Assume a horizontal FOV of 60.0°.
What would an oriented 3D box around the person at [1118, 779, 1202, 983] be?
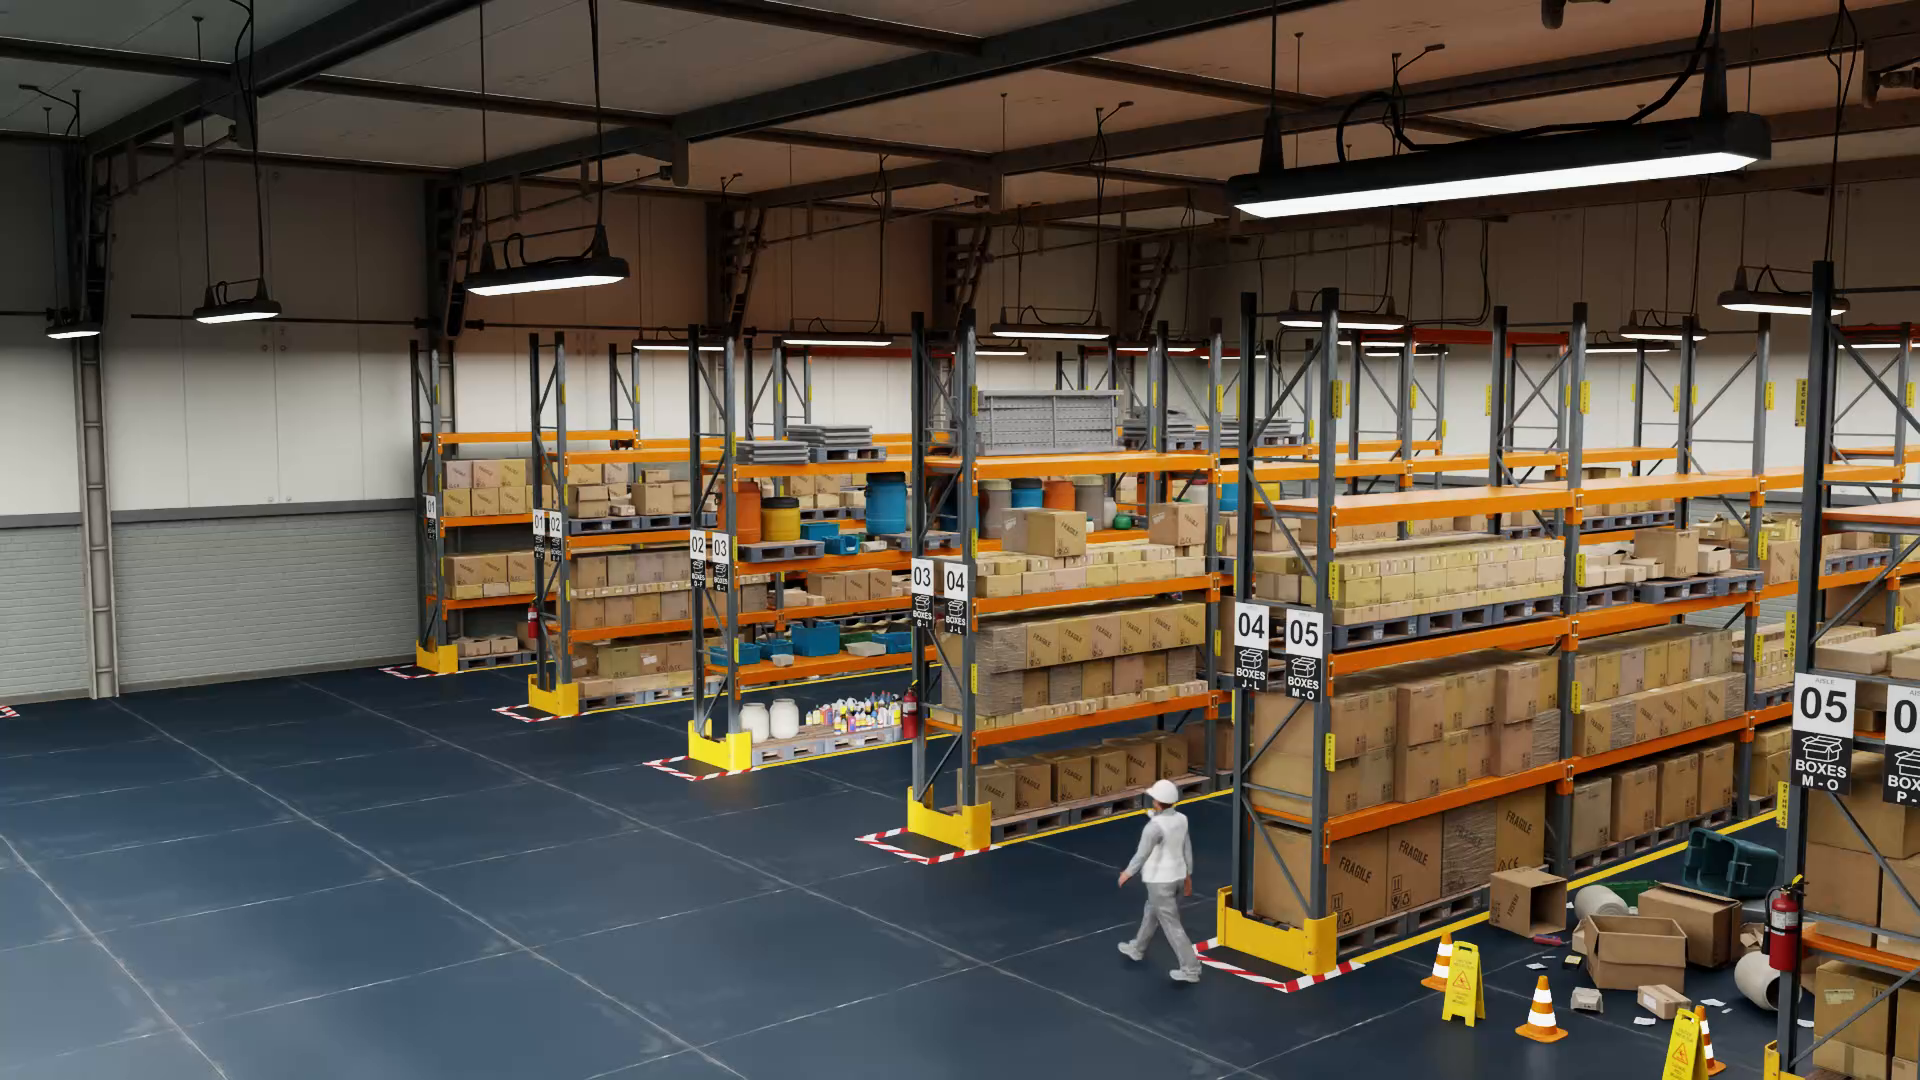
[{"bbox_3d":[1.703,2.938,14.555,0.988,1.721,0.547,4,7,36],"label":"person"}]
